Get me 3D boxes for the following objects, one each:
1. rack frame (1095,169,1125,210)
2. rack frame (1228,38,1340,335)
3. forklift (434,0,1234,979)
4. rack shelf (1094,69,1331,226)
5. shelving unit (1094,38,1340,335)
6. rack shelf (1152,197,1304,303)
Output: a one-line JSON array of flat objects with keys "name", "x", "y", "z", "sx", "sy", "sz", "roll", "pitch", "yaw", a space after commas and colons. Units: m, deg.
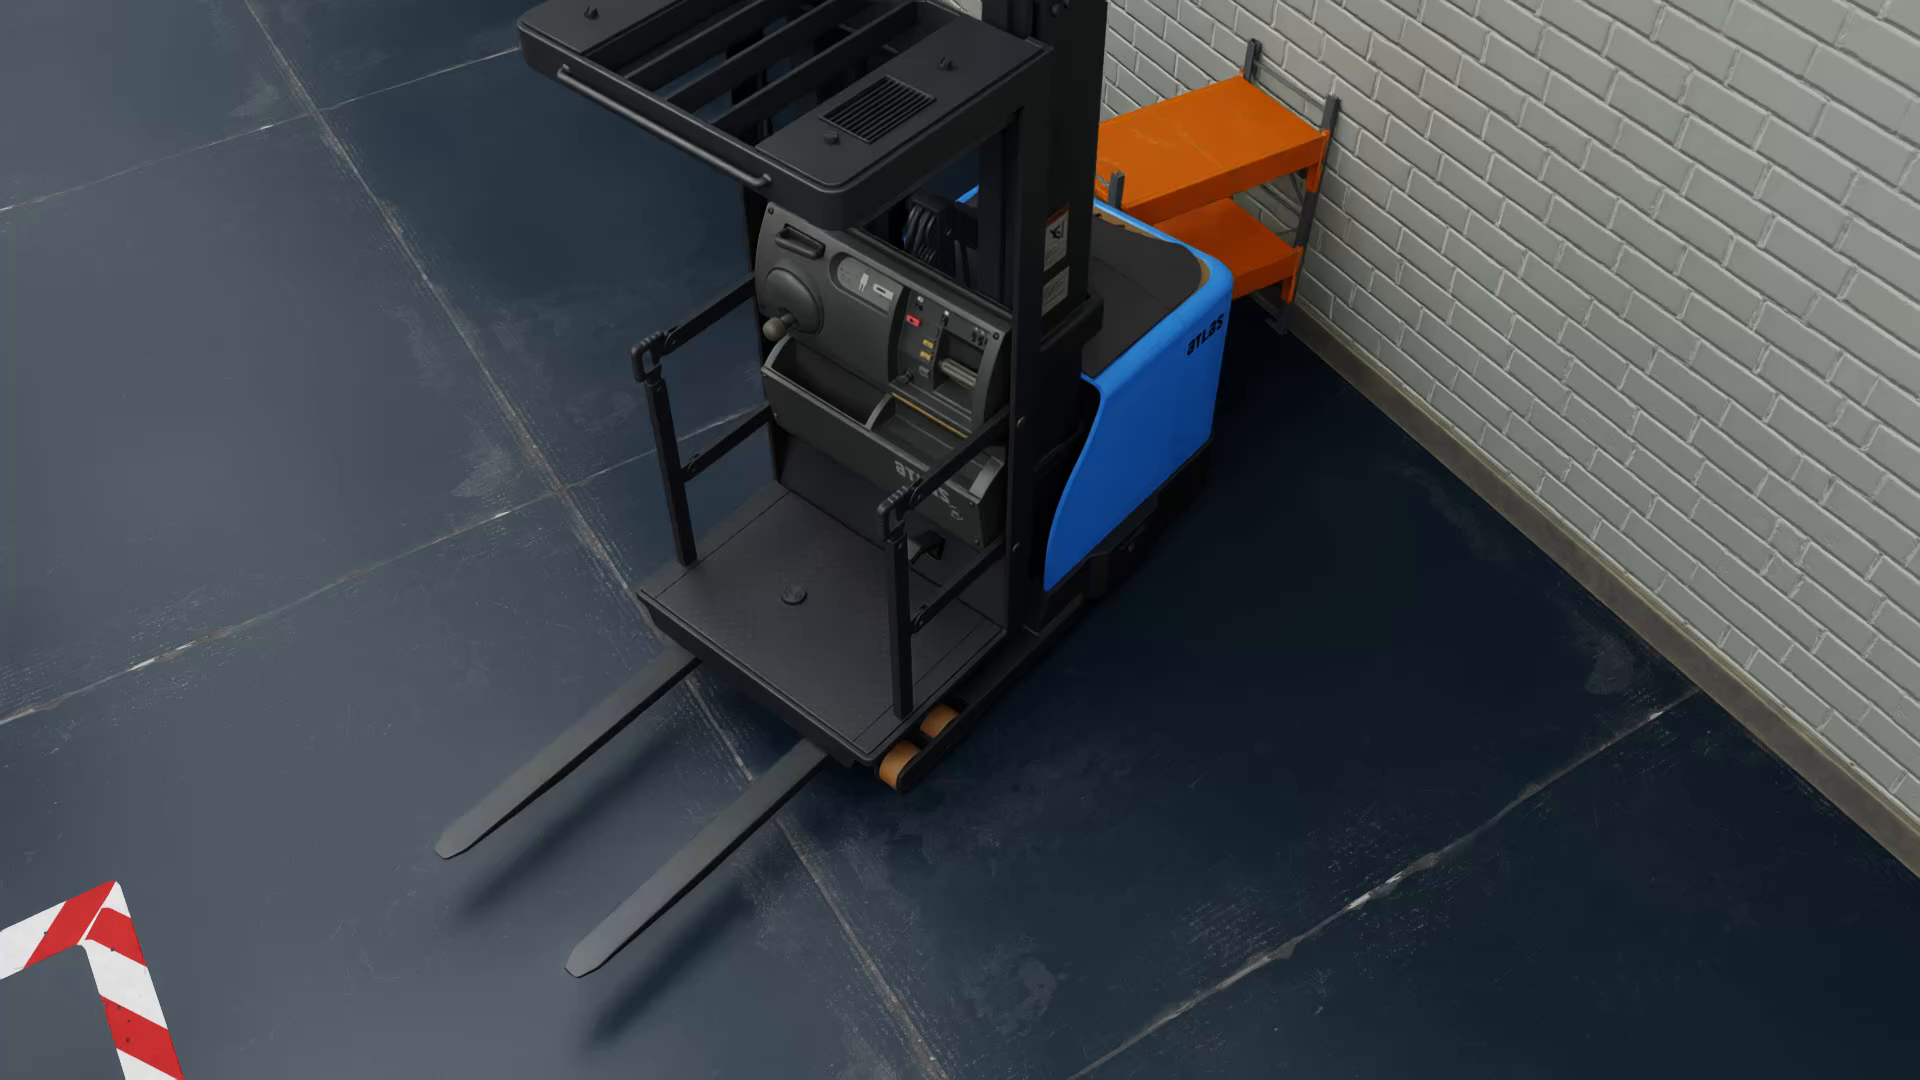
[{"name": "rack frame", "x": 0.404, "y": -1.031, "z": 6.335, "sx": 0.032, "sy": 1.125, "sz": 0.500, "roll": -24, "pitch": 52, "yaw": -24}, {"name": "rack frame", "x": 1.252, "y": -1.411, "z": 6.748, "sx": 0.032, "sy": 1.125, "sz": 0.500, "roll": -24, "pitch": 52, "yaw": -24}, {"name": "forklift", "x": -0.386, "y": -0.578, "z": 4.802, "sx": 1.130, "sy": 2.935, "sz": 3.031, "roll": 32, "pitch": 56, "yaw": 25}, {"name": "rack shelf", "x": 0.840, "y": -1.424, "z": 6.331, "sx": 1.000, "sy": 0.278, "sz": 0.538, "roll": -24, "pitch": 52, "yaw": -24}, {"name": "shelving unit", "x": 0.828, "y": -1.221, "z": 6.542, "sx": 1.048, "sy": 1.125, "sz": 0.538, "roll": -24, "pitch": 52, "yaw": -24}, {"name": "rack shelf", "x": 0.818, "y": -1.052, "z": 6.718, "sx": 1.000, "sy": 0.278, "sz": 0.538, "roll": -24, "pitch": 52, "yaw": -24}]
